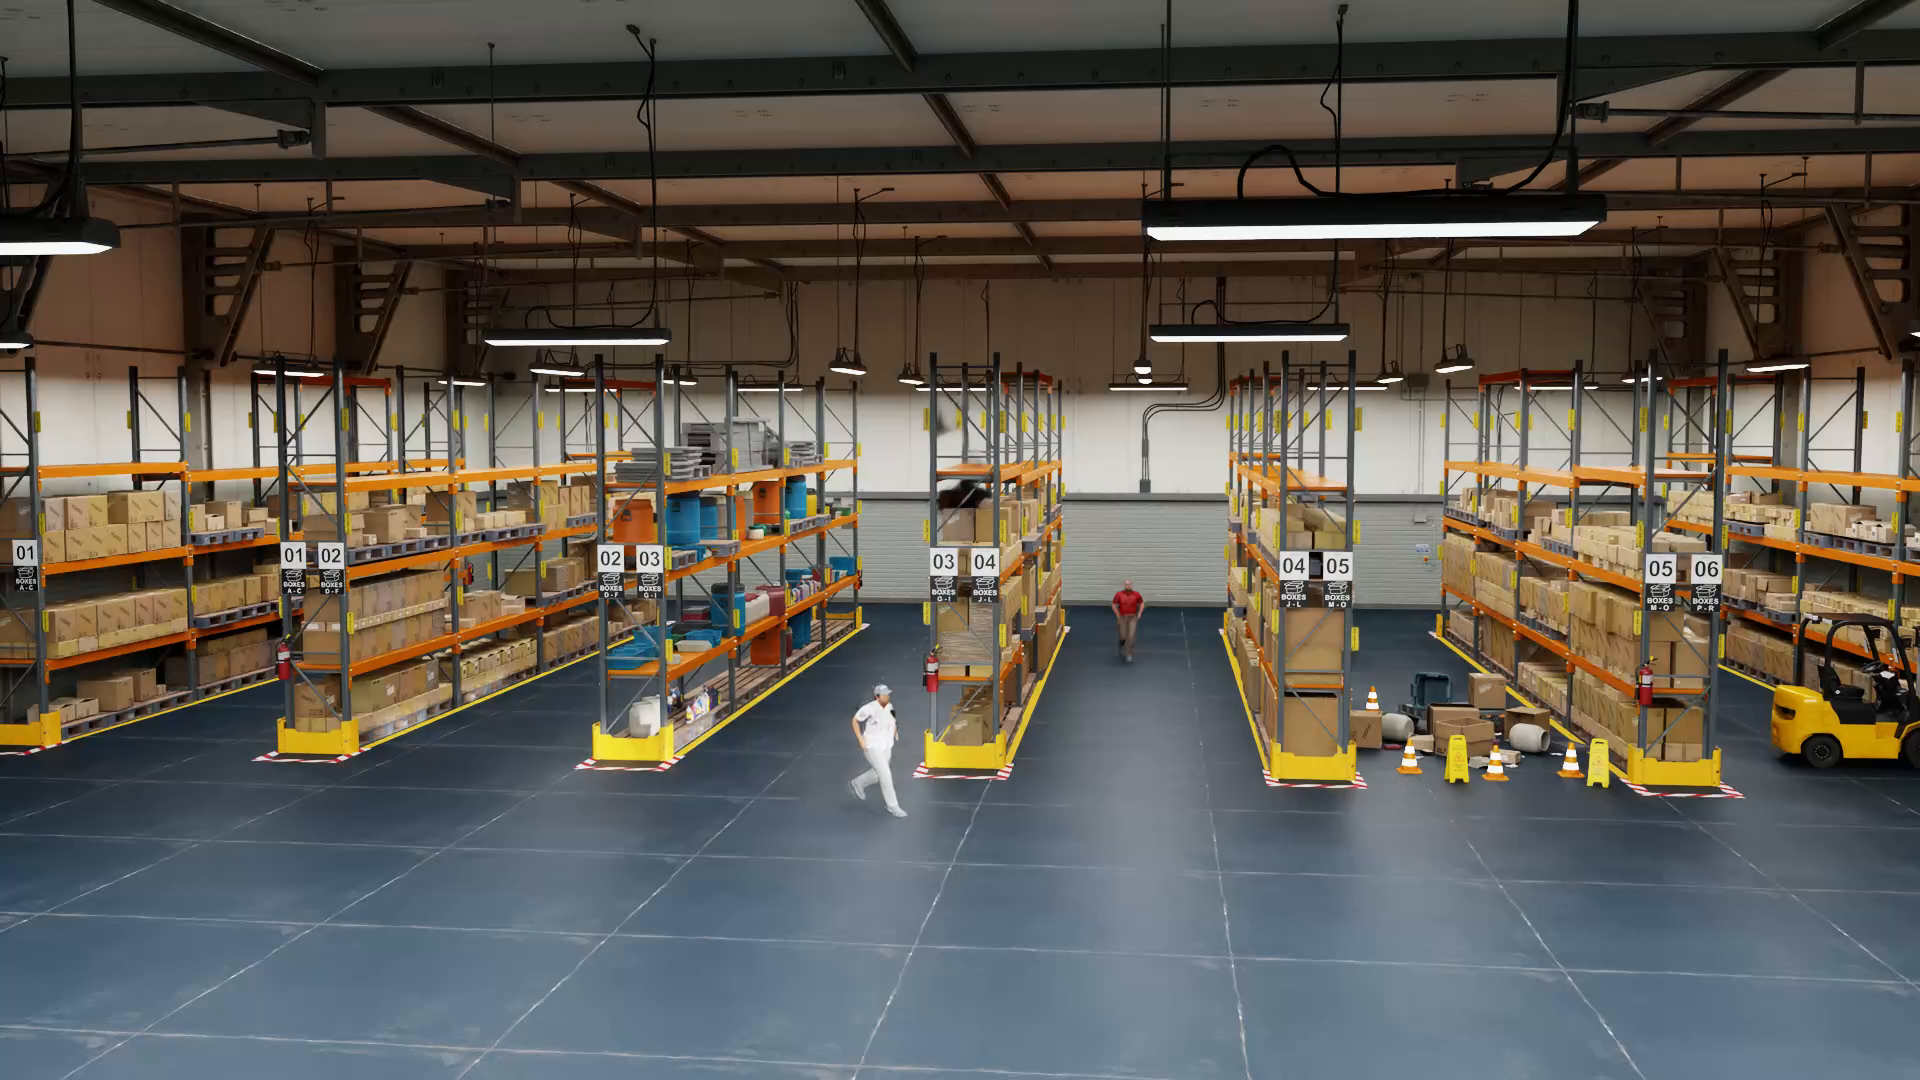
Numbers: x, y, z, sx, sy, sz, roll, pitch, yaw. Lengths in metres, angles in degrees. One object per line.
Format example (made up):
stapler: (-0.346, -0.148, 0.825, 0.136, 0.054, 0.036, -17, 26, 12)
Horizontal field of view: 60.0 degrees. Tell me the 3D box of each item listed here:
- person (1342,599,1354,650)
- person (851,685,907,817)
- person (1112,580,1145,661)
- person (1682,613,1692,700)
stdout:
person: (8.353, 1.655, 36.457, 0.538, 1.566, 0.500, -1, 4, -11)
person: (-1.065, 2.674, 21.364, 0.948, 1.668, 0.629, 3, 5, 41)
person: (3.557, 1.680, 35.141, 0.685, 1.708, 0.631, 0, 4, 0)
person: (12.740, 2.081, 29.601, 0.551, 1.648, 0.664, 0, 4, 0)
